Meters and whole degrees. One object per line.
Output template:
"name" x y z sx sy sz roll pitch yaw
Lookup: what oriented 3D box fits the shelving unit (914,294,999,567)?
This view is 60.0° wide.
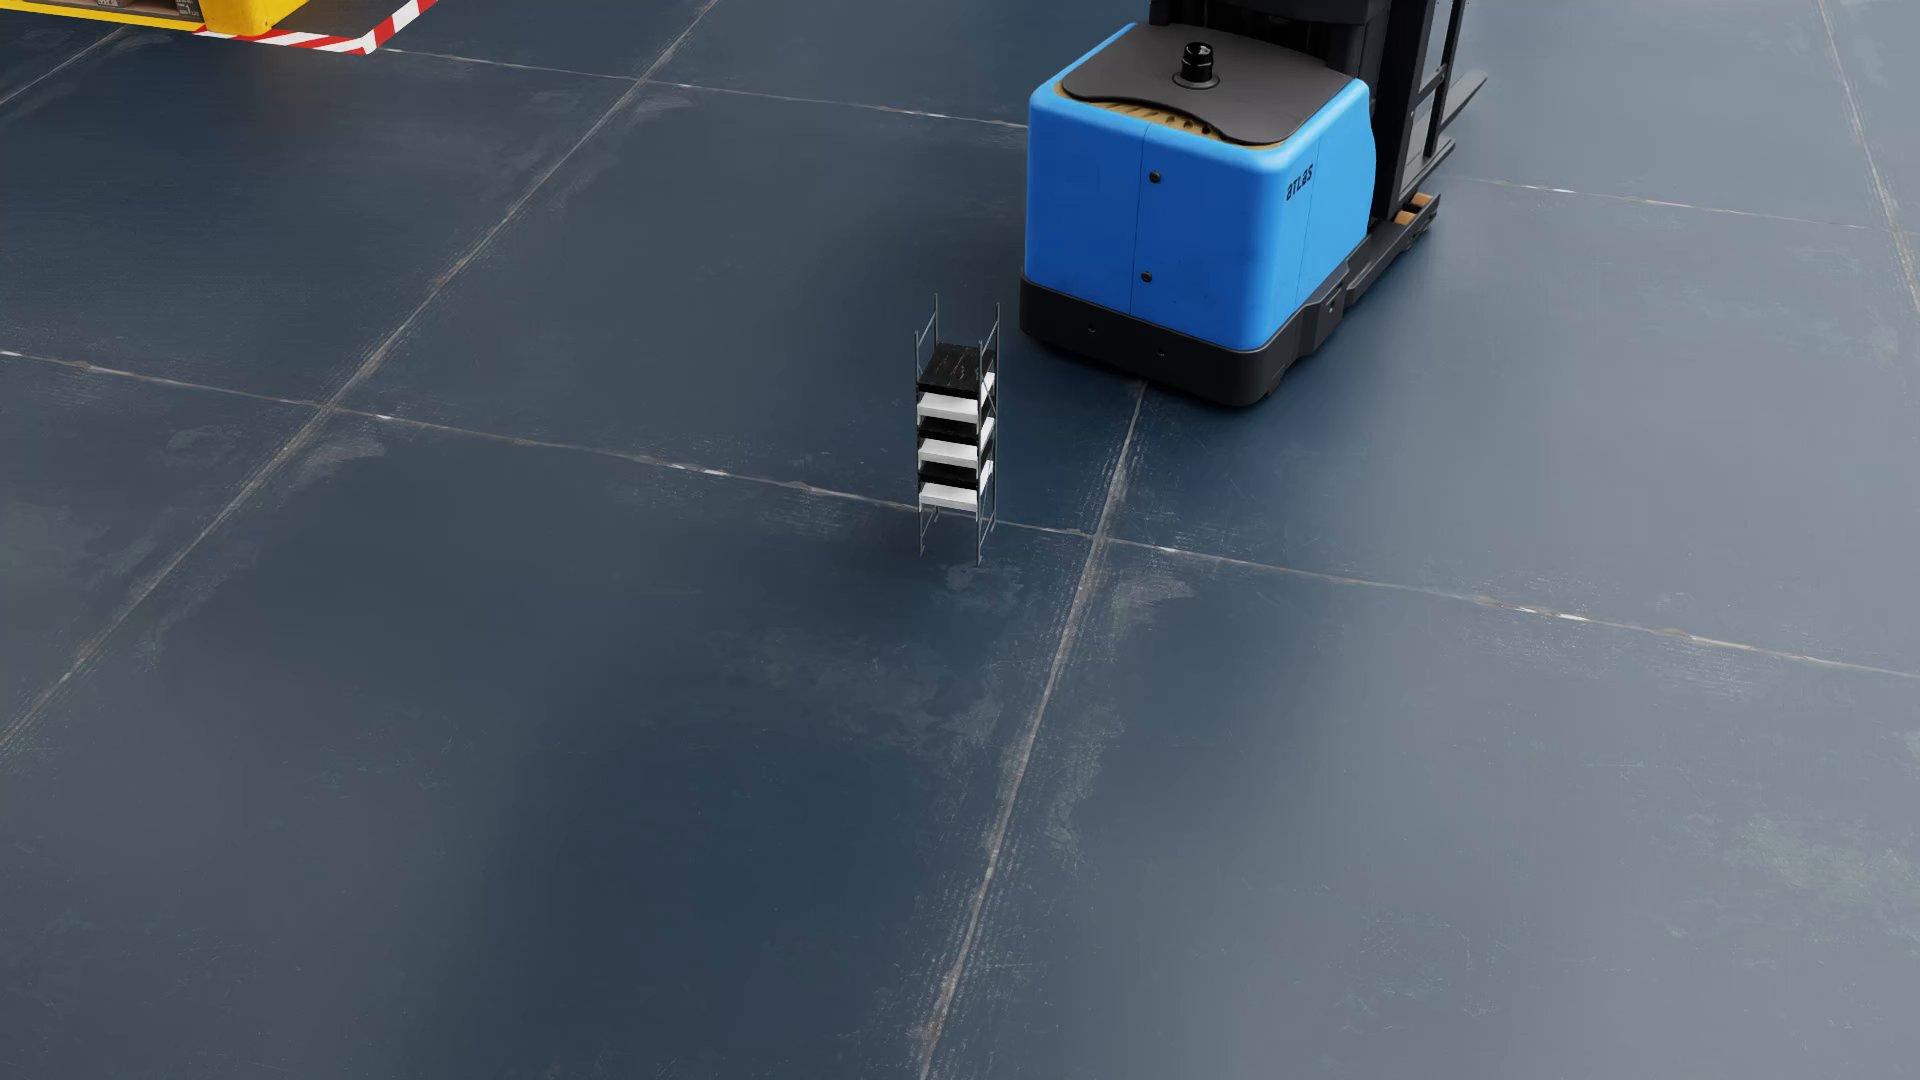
"shelving unit" -0.008 -0.346 5.462 0.210 0.900 0.258 10 41 11

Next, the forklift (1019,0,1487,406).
"forklift" 1.465 -2.540 6.496 1.130 2.935 3.031 23 45 25

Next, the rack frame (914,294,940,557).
"rack frame" -0.106 -0.363 5.482 0.006 0.900 0.240 10 41 11

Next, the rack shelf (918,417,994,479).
"rack shelf" -0.008 -0.320 5.484 0.200 0.077 0.258 10 41 11

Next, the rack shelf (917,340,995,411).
"rack shelf" -0.008 -0.527 5.310 0.200 0.077 0.258 10 41 11

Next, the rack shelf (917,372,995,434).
"rack shelf" -0.008 -0.458 5.368 0.200 0.077 0.258 10 41 11

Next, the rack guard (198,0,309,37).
"rack guard" -3.806 -3.294 9.283 0.348 0.500 1.175 10 41 11

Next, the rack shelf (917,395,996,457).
"rack shelf" -0.008 -0.389 5.426 0.200 0.077 0.258 10 41 11

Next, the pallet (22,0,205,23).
"pallet" -4.589 -3.321 9.541 1.213 0.211 1.003 10 41 11

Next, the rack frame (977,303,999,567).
"rack frame" 0.090 -0.329 5.442 0.006 0.900 0.240 10 41 11

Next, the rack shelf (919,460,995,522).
"rack shelf" -0.008 -0.183 5.599 0.200 0.077 0.258 10 41 11

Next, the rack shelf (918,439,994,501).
"rack shelf" -0.008 -0.252 5.542 0.200 0.077 0.258 10 41 11
